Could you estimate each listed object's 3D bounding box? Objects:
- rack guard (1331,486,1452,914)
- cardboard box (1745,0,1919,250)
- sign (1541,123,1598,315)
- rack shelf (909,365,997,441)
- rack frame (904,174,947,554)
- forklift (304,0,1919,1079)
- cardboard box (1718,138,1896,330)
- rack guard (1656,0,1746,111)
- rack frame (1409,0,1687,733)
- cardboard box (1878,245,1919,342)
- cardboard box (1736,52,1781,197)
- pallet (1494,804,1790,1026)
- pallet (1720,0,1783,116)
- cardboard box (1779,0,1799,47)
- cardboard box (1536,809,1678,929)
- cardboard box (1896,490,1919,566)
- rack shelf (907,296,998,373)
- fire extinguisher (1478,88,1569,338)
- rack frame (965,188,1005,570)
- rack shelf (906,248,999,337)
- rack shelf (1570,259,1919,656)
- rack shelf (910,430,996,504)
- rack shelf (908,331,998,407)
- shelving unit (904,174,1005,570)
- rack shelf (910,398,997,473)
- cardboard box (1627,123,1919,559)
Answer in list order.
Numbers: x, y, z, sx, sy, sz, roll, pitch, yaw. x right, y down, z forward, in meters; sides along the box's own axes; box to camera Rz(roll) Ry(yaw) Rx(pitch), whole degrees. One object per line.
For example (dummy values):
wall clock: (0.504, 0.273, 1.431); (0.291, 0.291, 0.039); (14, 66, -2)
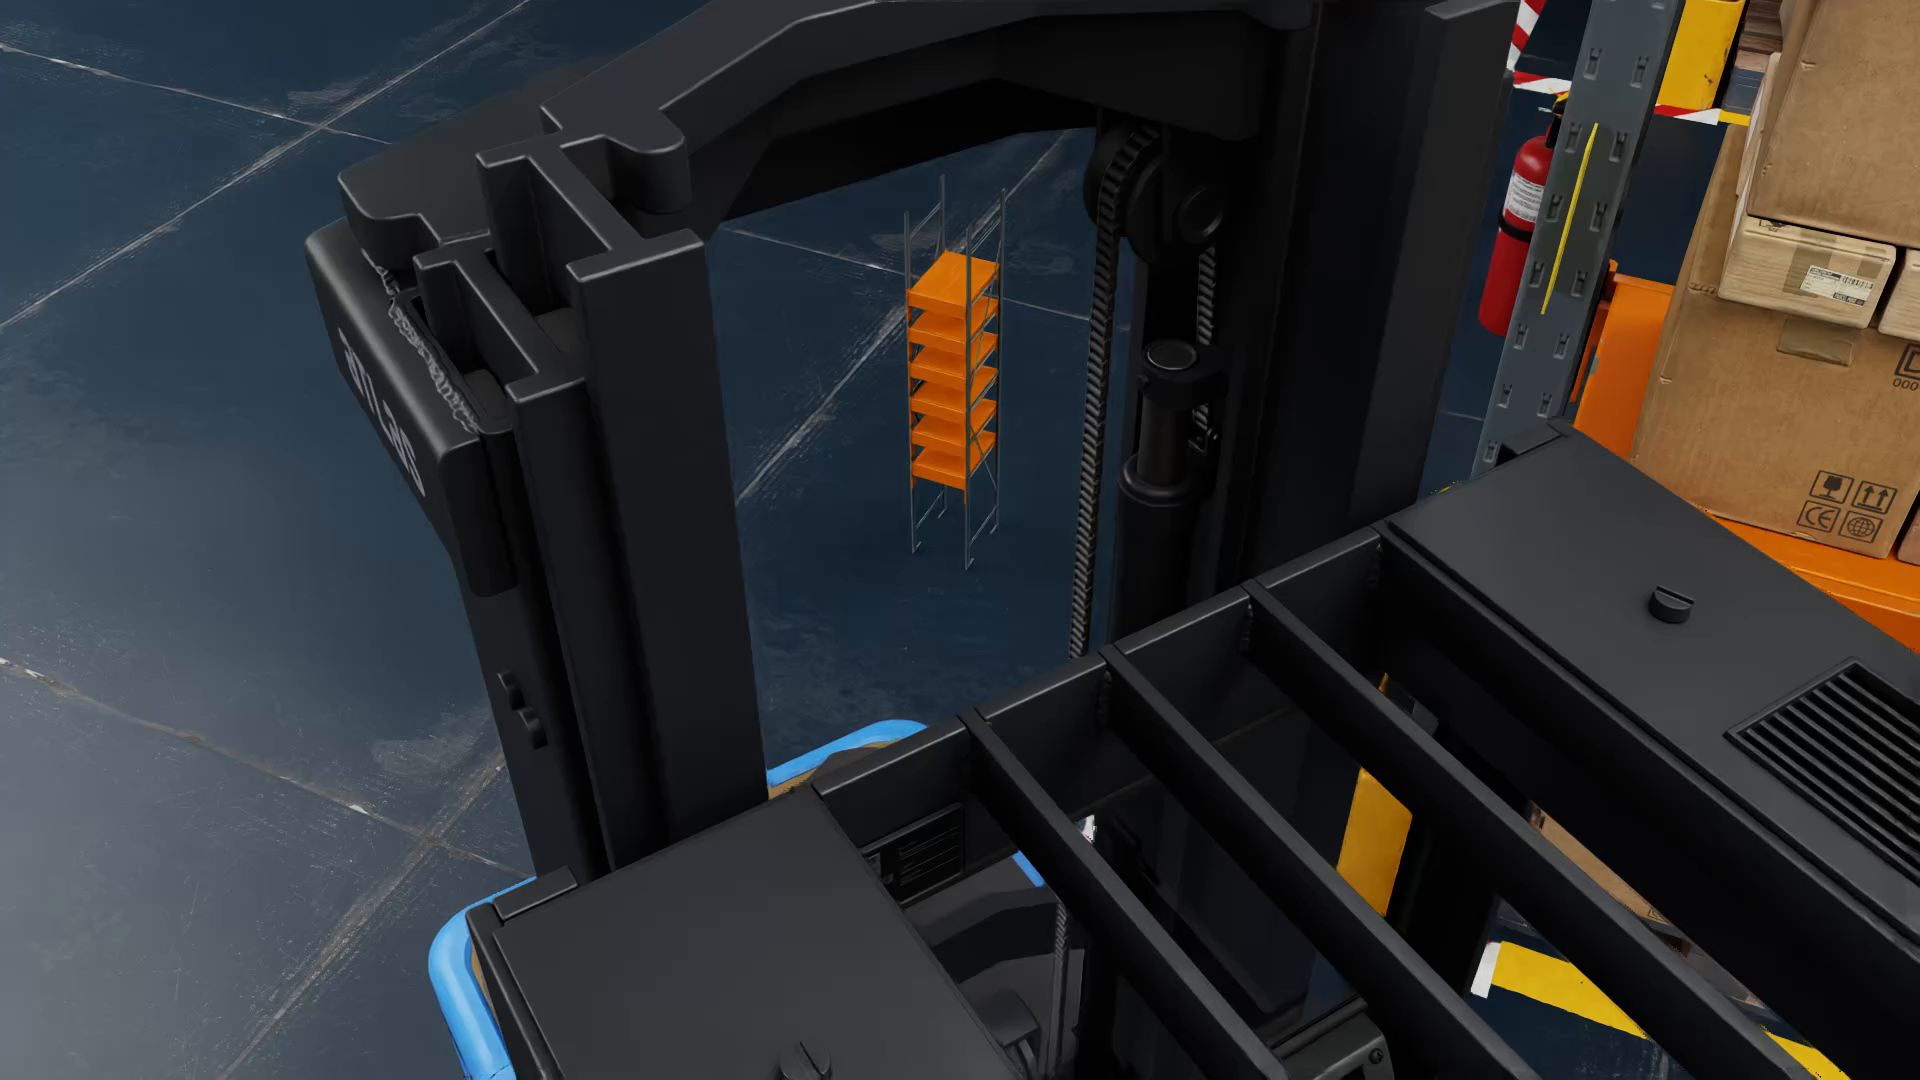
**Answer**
rack guard: (1.271, 0.416, 4.388); (0.348, 0.500, 1.175); (17, 44, 19)
cardboard box: (1.758, -0.898, 2.929); (0.500, 0.500, 0.700); (17, 44, 19)
sign: (1.052, -0.551, 2.874); (0.005, 0.325, 0.100); (17, 44, 19)
rack shelf: (-0.013, -0.424, 4.891); (0.180, 0.103, 0.258); (17, 44, 19)
rack frame: (-0.096, -0.483, 4.891); (0.006, 1.200, 0.240); (17, 44, 19)
forklift: (0.278, 1.015, 1.841); (1.130, 2.935, 3.031); (-22, 46, -24)
cardboard box: (1.557, -0.568, 3.044); (0.250, 0.149, 0.380); (17, 44, 18)
rack guard: (3.452, -2.497, 7.749); (0.348, 0.500, 1.175); (17, 44, 19)
rack frame: (1.292, -0.522, 3.562); (0.127, 3.000, 1.000); (17, 44, 19)
cardboard box: (1.797, -0.497, 2.961); (0.250, 0.149, 0.380); (16, 43, 18)
cardboard box: (1.719, -0.812, 3.325); (0.250, 0.149, 0.380); (16, 44, 18)
pallet: (2.003, 0.719, 4.259); (1.213, 0.211, 1.003); (17, 44, 19)
pallet: (4.174, -2.142, 7.560); (1.213, 0.211, 1.003); (17, 44, 19)
cardboard box: (3.973, -2.368, 7.409); (0.500, 0.311, 0.500); (12, 42, 14)
cardboard box: (1.684, 0.639, 4.001); (0.500, 0.250, 0.500); (17, 44, 19)
cardboard box: (2.188, -0.280, 3.206); (0.500, 0.500, 0.700); (18, 44, 20)
rack shelf: (-0.013, -0.605, 4.734); (0.180, 0.103, 0.258); (17, 44, 19)
fire extinguisher: (1.382, -0.801, 3.943); (0.183, 0.674, 0.296); (17, 44, 19)
rack frame: (0.070, -0.432, 4.832); (0.006, 1.200, 0.240); (17, 44, 19)
rack shelf: (-0.013, -0.696, 4.655); (0.180, 0.103, 0.258); (17, 44, 19)
rack shelf: (3.105, 0.304, 3.158); (4.000, 0.370, 1.077); (17, 44, 19)
rack shelf: (-0.013, -0.242, 5.048); (0.180, 0.103, 0.258); (17, 44, 19)
rack shelf: (-0.013, -0.514, 4.812); (0.180, 0.103, 0.258); (17, 44, 19)
shelving unit: (-0.013, -0.457, 4.862); (0.189, 1.200, 0.258); (17, 44, 19)
rack shelf: (-0.013, -0.333, 4.969); (0.180, 0.103, 0.258); (17, 44, 19)
cardboard box: (1.710, -0.423, 3.371); (0.500, 0.500, 0.700); (17, 44, 19)
